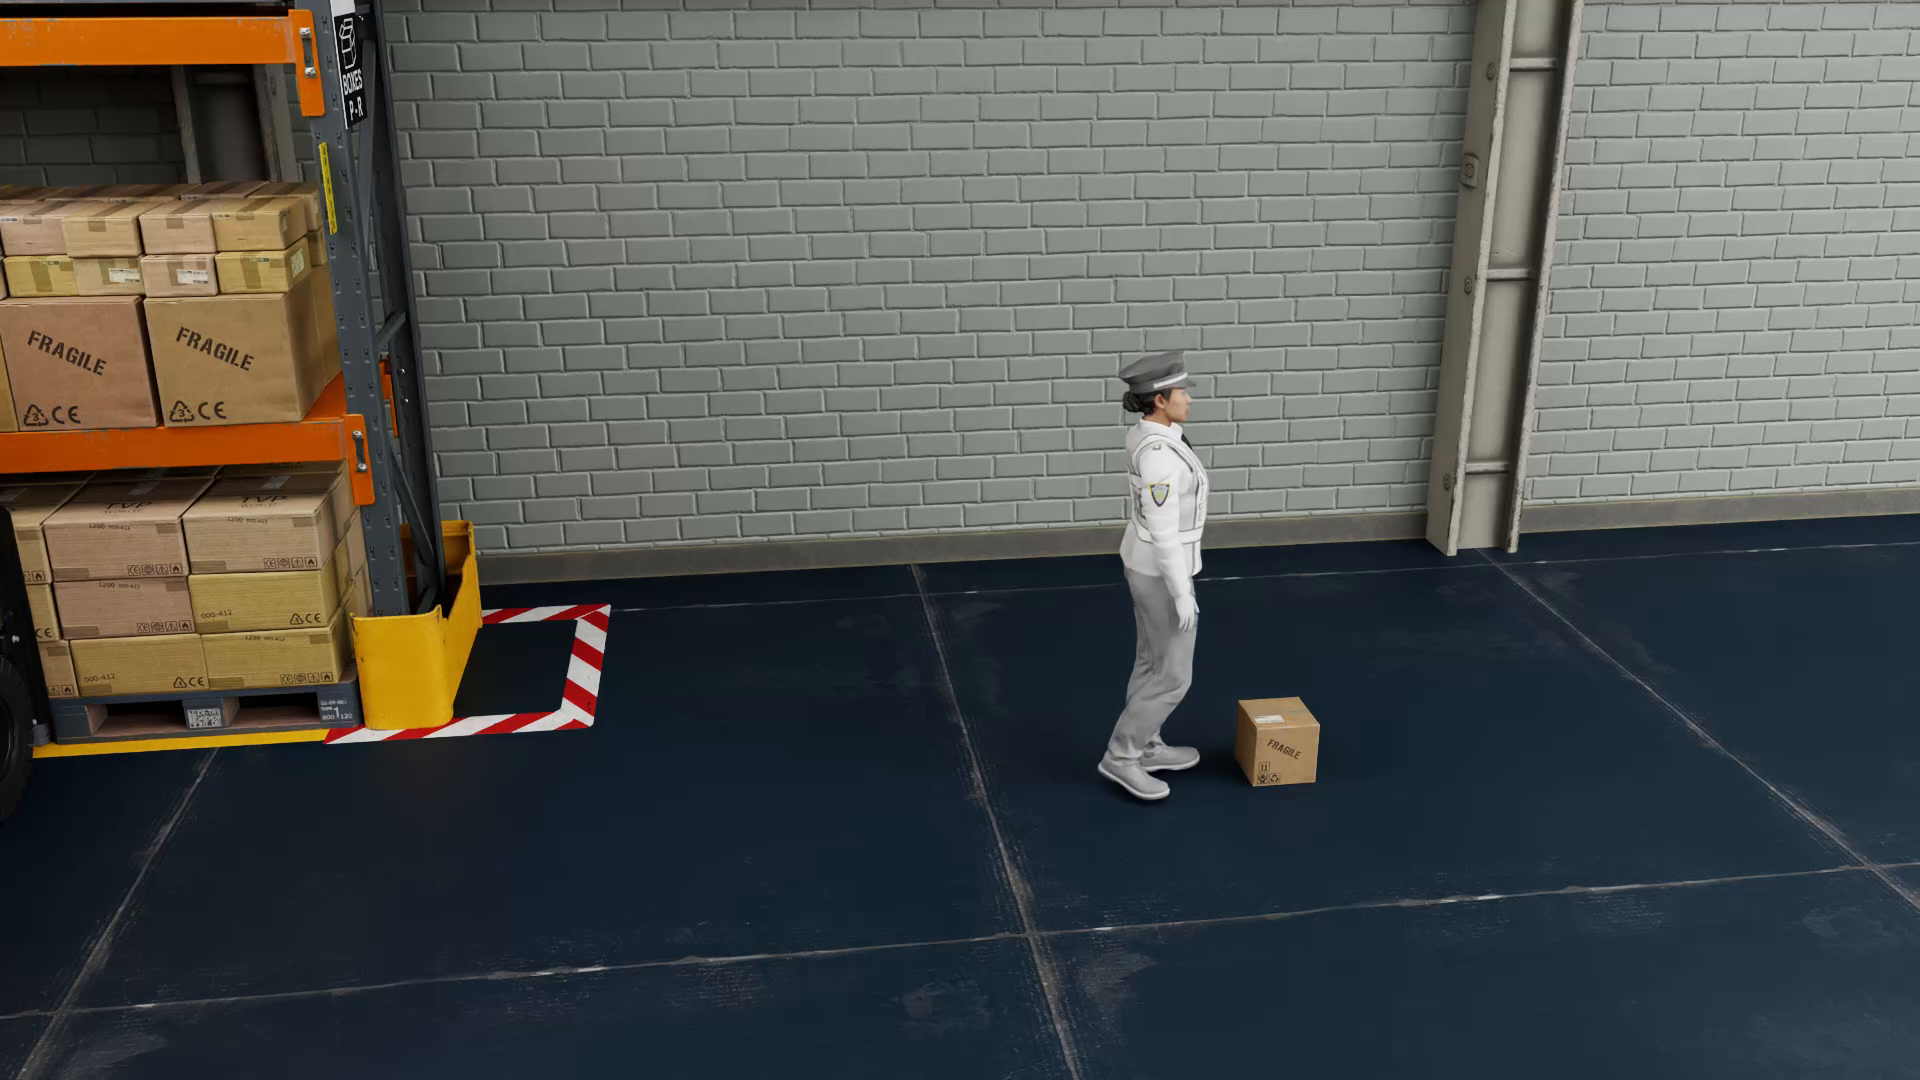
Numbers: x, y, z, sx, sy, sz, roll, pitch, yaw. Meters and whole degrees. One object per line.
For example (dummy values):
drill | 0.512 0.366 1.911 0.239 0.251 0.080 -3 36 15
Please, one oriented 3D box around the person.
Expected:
person | 0.733 0.119 6.163 0.421 1.676 0.514 -1 20 -2
